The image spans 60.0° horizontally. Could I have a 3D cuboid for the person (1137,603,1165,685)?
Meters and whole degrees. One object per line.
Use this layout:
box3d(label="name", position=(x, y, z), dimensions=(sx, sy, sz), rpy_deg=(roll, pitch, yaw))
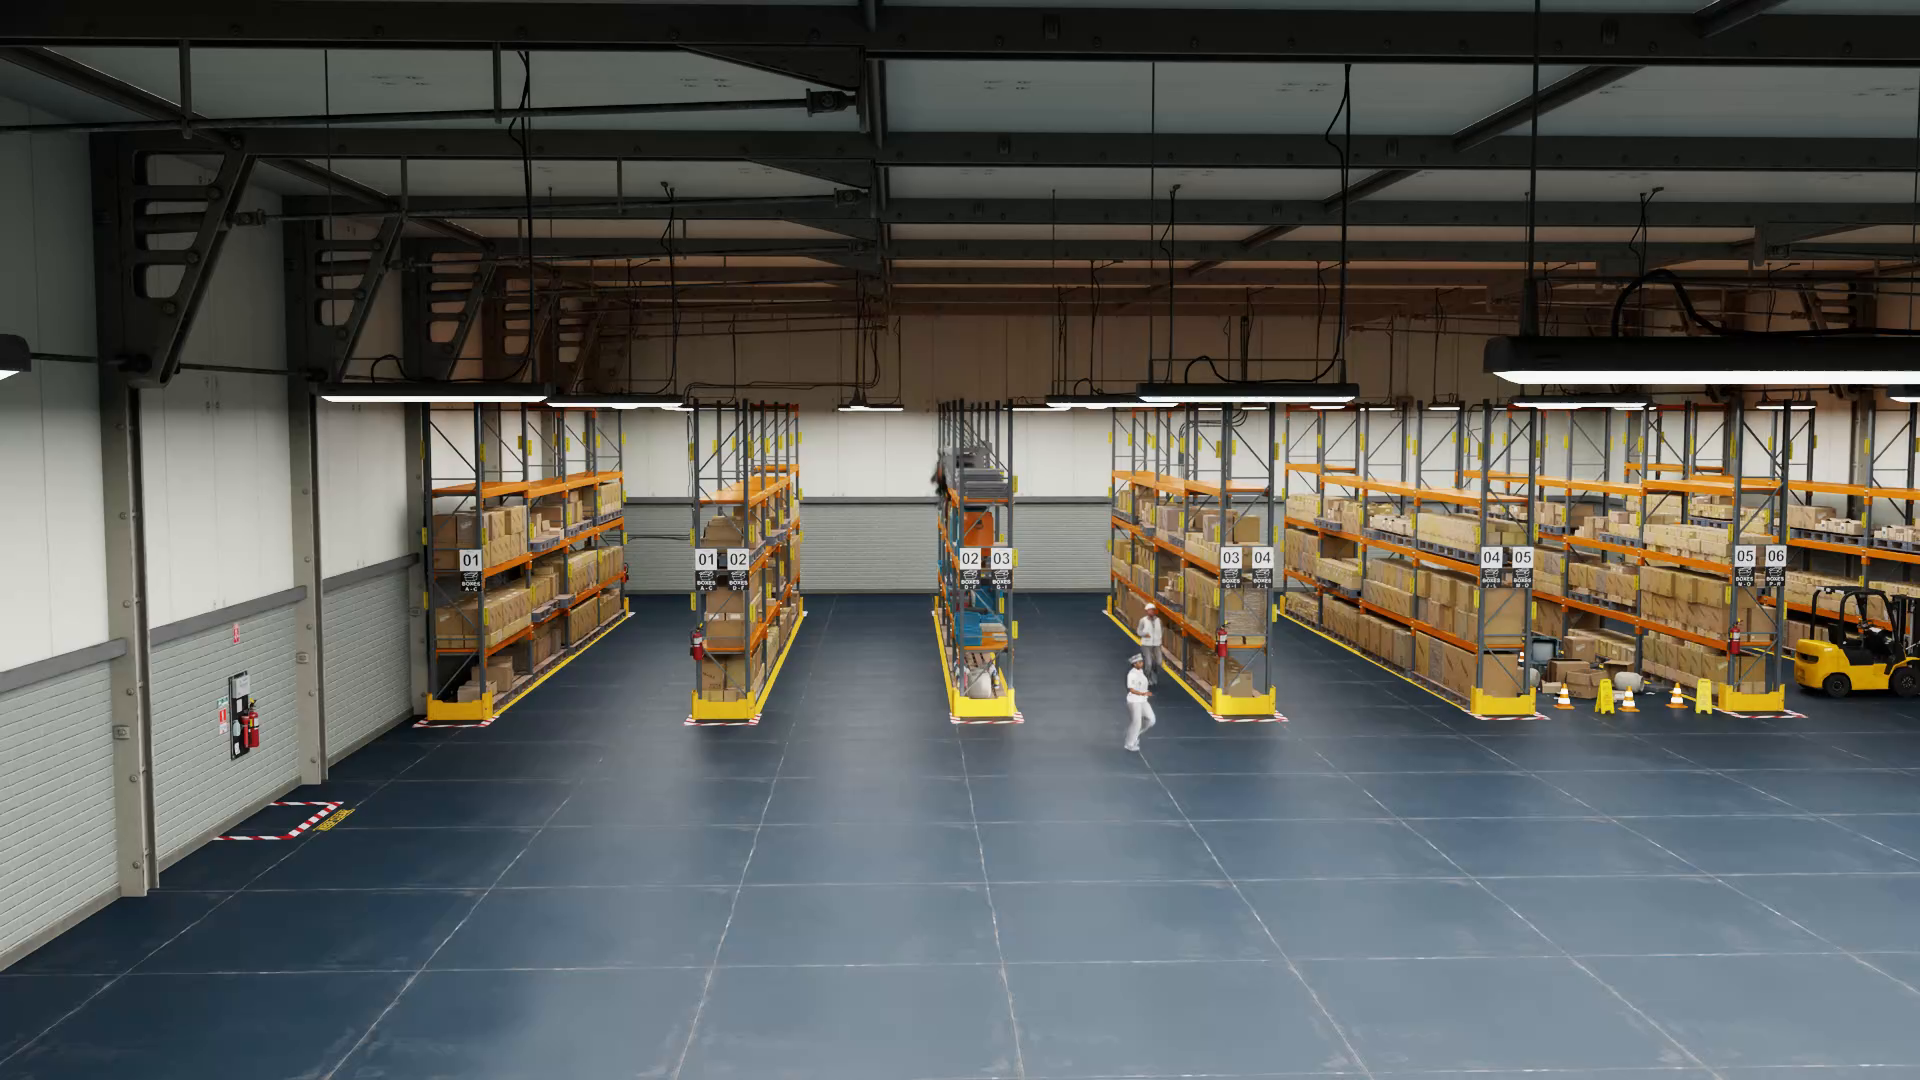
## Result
box3d(label="person", position=(4.039, 2.195, 34.868), dimensions=(0.647, 1.729, 0.602), rpy_deg=(-1, 4, -9))

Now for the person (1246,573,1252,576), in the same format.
box3d(label="person", position=(8.192, 1.221, 47.593), dimensions=(0.769, 1.743, 1.050), rpy_deg=(2, 5, 20))

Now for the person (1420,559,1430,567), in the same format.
box3d(label="person", position=(13.704, 1.144, 49.216), dimensions=(0.820, 1.710, 0.637), rpy_deg=(1, 4, 7))

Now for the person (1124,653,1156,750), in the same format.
box3d(label="person", position=(3.068, 2.745, 28.239), dimensions=(0.578, 1.662, 0.560), rpy_deg=(3, 5, 33))
